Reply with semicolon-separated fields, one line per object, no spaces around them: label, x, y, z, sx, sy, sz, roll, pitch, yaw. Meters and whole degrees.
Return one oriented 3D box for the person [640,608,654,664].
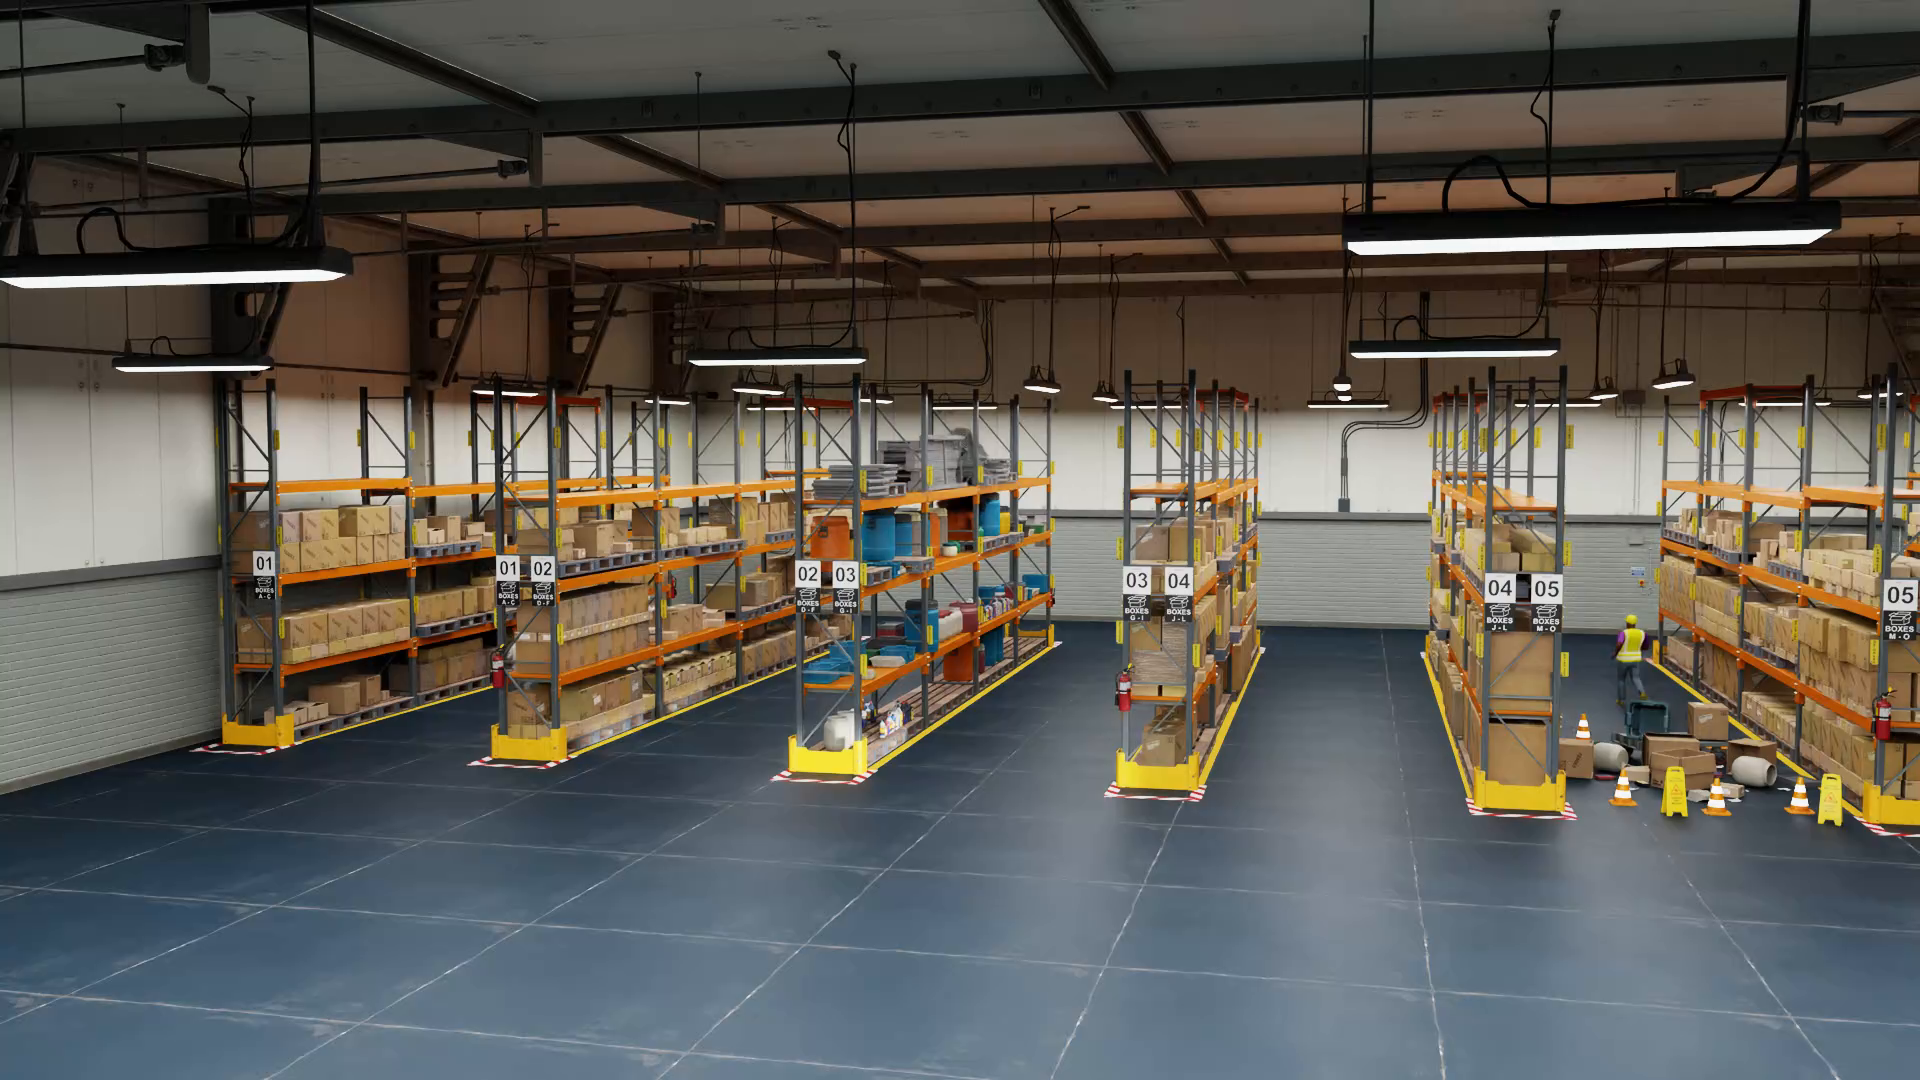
person;-6.641;2.037;34.718;0.662;1.769;0.976;0;3;3

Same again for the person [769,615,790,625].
person;-4.679;1.535;43.675;0.601;1.717;0.689;1;4;20

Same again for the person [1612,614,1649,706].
person;12.522;2.258;31.056;0.699;1.747;0.931;0;3;0

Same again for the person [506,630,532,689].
person;-7.821;2.394;29.803;0.575;1.661;0.955;0;3;-1
